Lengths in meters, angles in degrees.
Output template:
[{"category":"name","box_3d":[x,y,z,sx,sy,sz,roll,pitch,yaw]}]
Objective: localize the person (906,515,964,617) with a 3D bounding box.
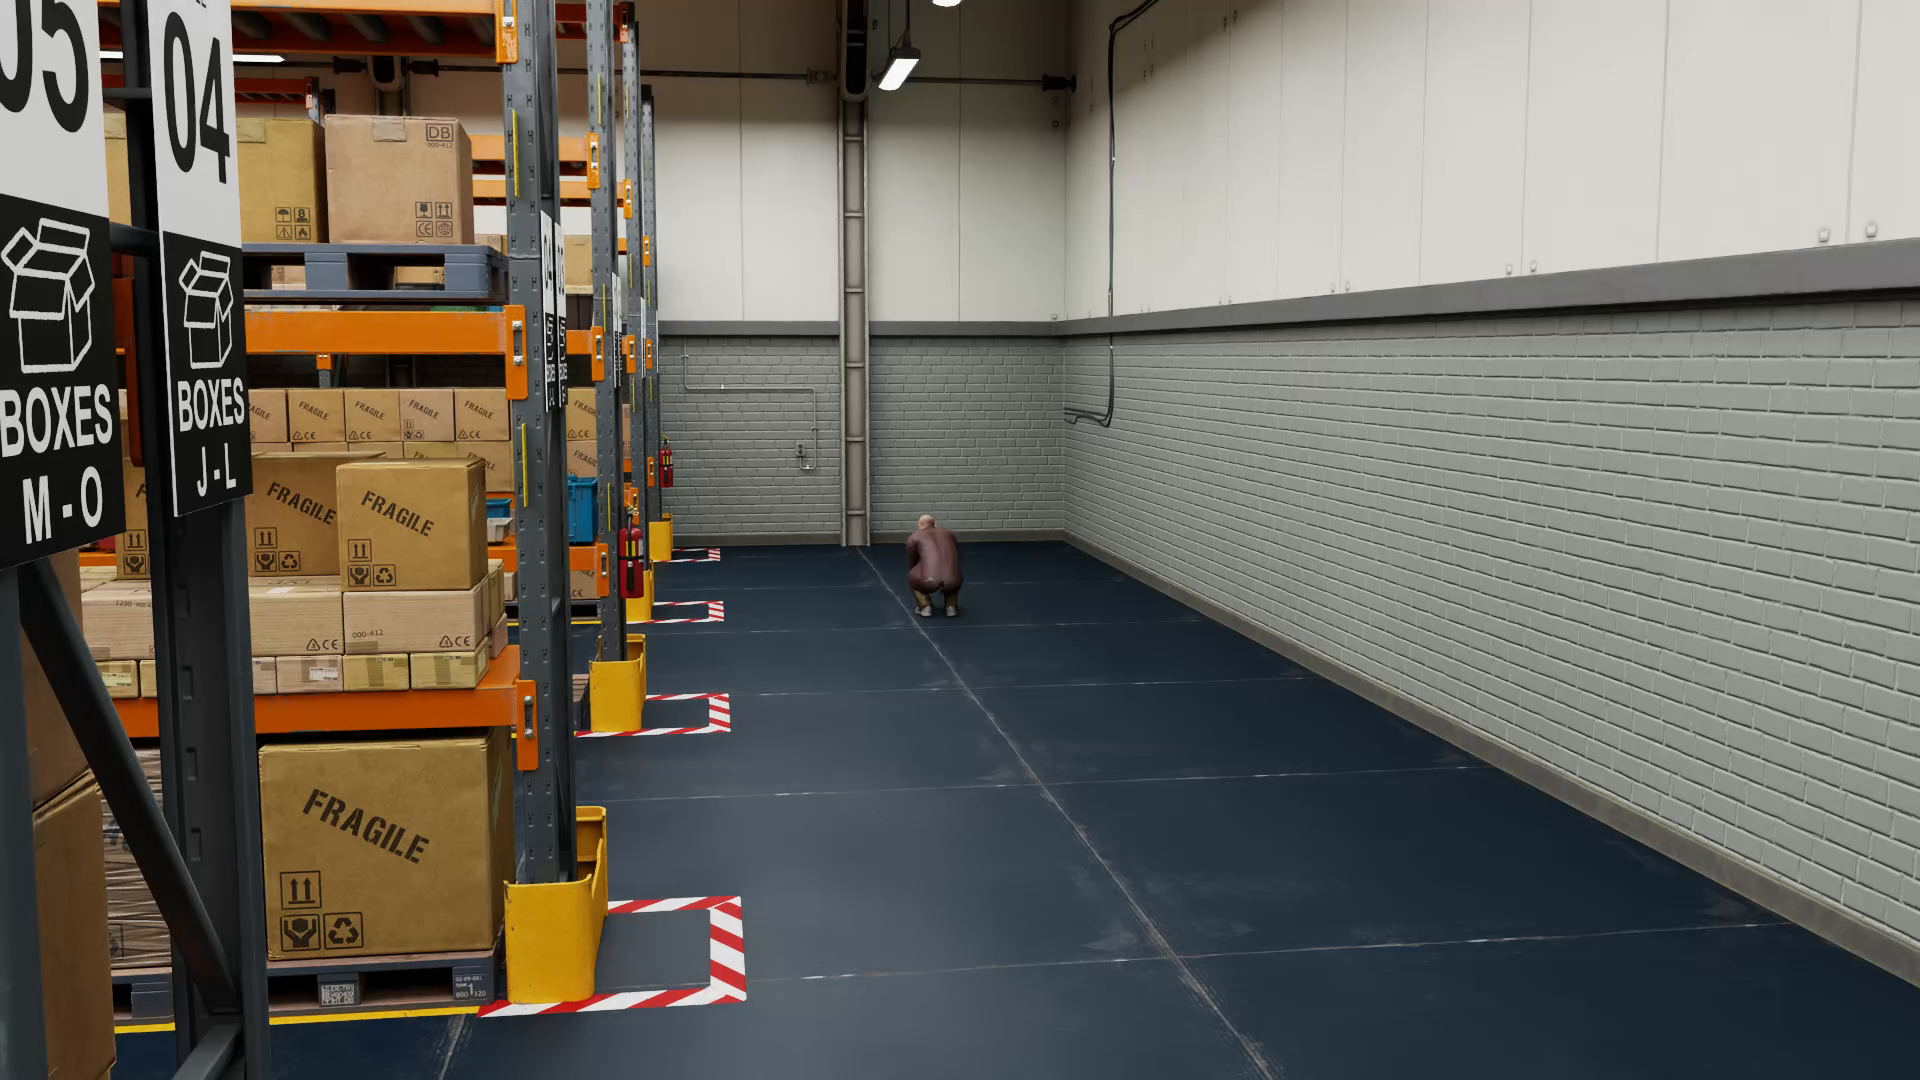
[{"category":"person","box_3d":[-0.257,0.264,17.051,0.590,0.979,0.902,-1,6,-9]}]
